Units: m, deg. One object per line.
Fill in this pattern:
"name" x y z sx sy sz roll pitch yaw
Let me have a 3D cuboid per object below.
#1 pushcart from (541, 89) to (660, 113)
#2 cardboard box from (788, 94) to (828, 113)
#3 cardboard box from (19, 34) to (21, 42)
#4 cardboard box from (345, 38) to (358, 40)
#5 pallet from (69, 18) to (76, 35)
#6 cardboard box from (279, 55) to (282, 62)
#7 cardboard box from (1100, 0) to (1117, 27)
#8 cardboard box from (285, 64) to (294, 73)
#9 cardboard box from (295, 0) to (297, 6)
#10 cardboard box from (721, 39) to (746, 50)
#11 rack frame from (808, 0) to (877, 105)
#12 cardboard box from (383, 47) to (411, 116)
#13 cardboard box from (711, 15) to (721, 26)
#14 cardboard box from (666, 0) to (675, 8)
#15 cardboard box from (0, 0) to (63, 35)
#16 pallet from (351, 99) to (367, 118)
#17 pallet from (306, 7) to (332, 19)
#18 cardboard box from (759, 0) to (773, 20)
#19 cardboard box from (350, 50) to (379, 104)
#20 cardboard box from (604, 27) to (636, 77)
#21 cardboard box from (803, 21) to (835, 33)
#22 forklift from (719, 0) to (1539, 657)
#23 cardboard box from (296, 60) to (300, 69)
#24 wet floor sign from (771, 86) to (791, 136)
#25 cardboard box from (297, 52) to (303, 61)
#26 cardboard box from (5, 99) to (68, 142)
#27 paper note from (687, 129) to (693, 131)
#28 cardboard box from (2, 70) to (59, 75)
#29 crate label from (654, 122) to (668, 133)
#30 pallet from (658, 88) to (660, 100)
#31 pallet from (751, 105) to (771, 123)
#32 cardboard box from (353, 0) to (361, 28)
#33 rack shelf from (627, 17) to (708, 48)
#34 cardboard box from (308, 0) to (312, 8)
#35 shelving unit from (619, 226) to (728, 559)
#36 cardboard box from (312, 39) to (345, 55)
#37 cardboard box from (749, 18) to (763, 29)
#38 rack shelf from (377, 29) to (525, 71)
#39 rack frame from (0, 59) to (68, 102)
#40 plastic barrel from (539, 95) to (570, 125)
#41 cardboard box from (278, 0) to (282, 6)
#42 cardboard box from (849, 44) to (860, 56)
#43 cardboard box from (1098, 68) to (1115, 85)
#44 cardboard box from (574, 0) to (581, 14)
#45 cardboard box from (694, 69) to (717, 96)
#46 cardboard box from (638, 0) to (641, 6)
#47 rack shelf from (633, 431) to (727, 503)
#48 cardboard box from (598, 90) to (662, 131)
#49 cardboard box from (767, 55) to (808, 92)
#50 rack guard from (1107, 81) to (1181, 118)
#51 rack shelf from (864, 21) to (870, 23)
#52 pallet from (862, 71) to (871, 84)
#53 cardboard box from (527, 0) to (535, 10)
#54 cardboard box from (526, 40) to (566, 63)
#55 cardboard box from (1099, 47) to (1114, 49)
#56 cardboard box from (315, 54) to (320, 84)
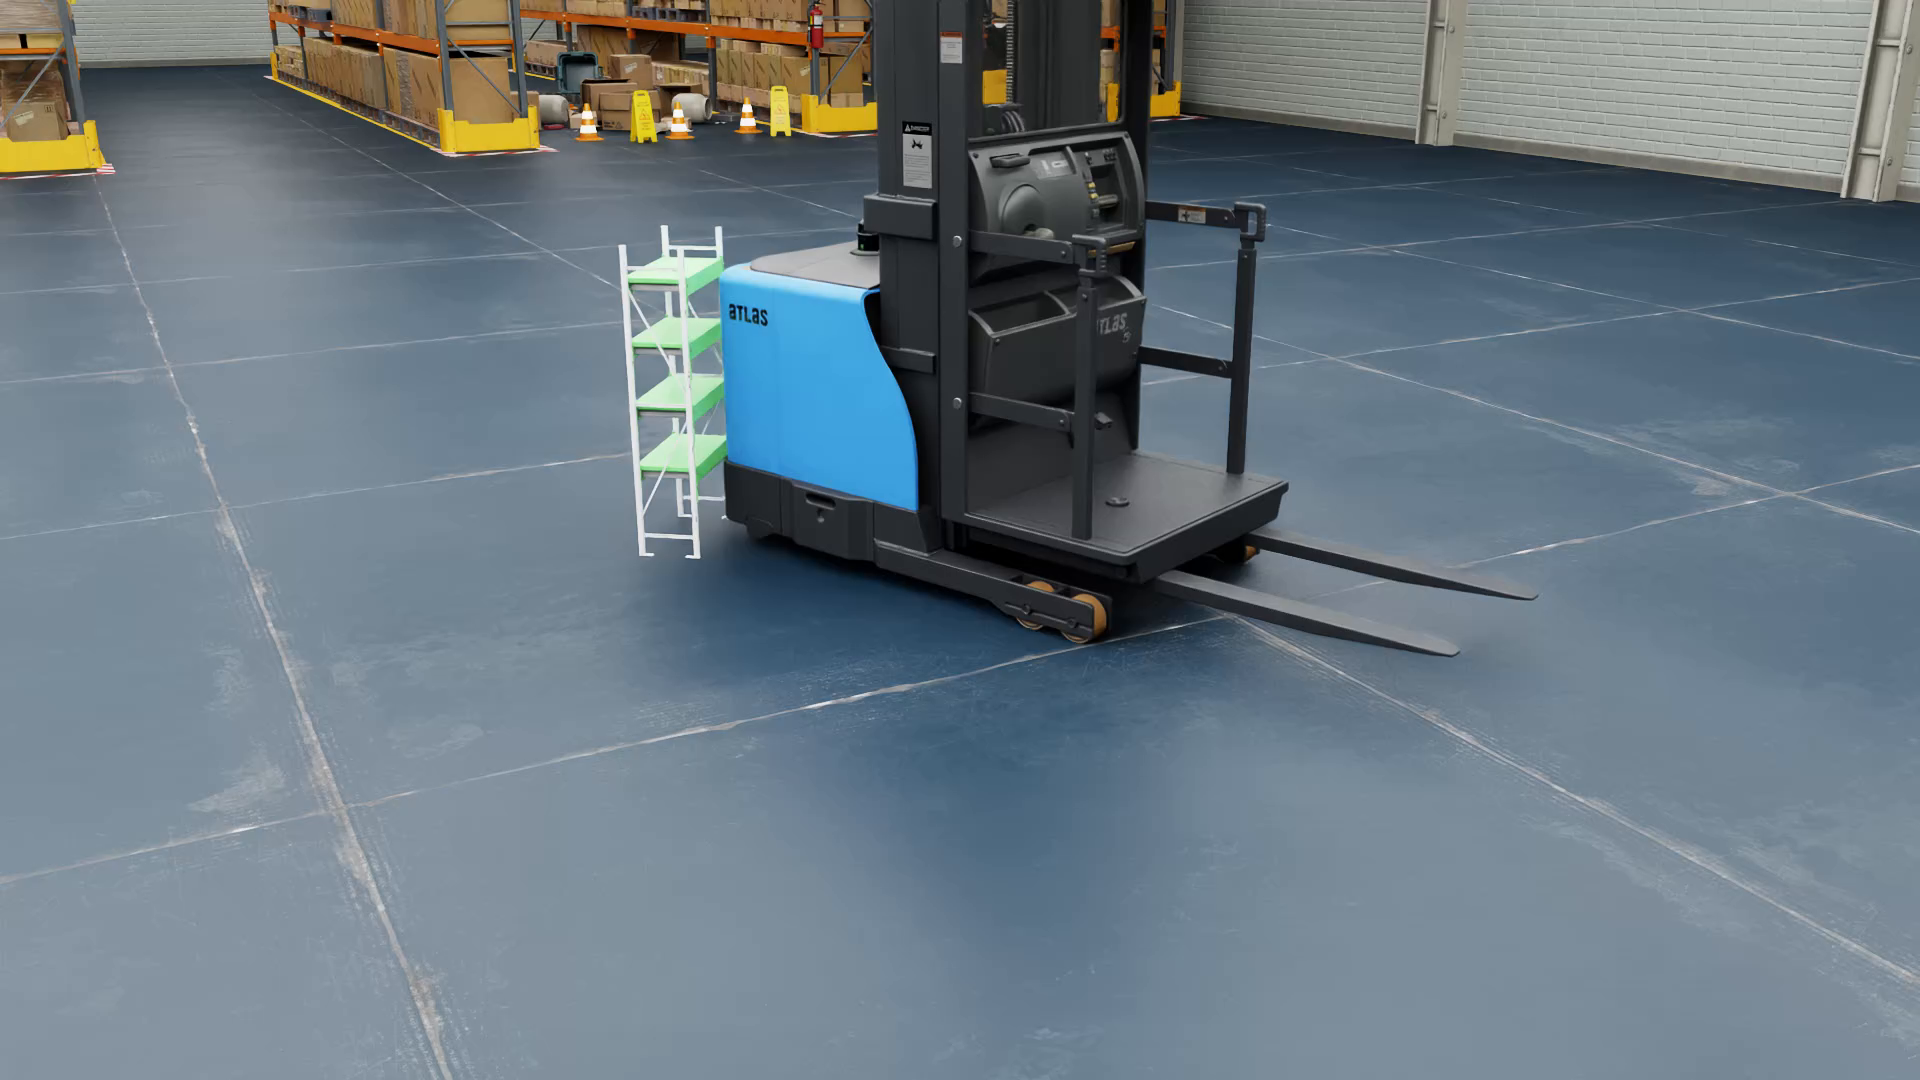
"pushcart" -5.460 -6.661 25.356 0.936 0.377 1.648 16 25 39
"cardboard box" -2.210 -6.216 23.617 0.500 0.250 0.500 -10 21 -27
"cardboard box" -11.086 -5.804 19.237 0.380 0.149 0.250 -10 21 -27
"cardboard box" -10.513 -8.666 29.186 0.500 0.250 0.500 -11 22 -29
"pallet" -12.434 -6.884 22.277 1.003 0.211 1.213 -10 21 -27
"cardboard box" -13.381 -9.631 33.214 0.380 0.149 0.250 -10 21 -27
"cardboard box" 2.324 -8.037 25.172 0.500 0.500 0.500 -11 22 -28
"cardboard box" -12.925 -9.201 32.425 0.380 0.149 0.250 -11 22 -29
"cardboard box" -11.432 -9.441 29.134 0.380 0.149 0.250 -10 21 -26
"cardboard box" -3.429 -7.571 25.402 0.380 0.149 0.250 -10 21 -26
"rack frame" -1.578 -7.120 22.665 1.000 3.000 0.127 -10 21 -27
"cardboard box" -7.549 -6.475 23.410 0.875 0.875 0.875 -10 21 -26
"cardboard box" -3.610 -8.009 25.628 0.380 0.149 0.250 -10 21 -27
"cardboard box" -4.662 -8.902 27.573 0.380 0.149 0.250 -9 21 -25
"cardboard box" -10.537 -5.935 18.622 0.875 0.500 0.500 -10 21 -27
"pallet" -8.802 -6.714 25.766 1.003 0.211 1.213 -10 21 -27
"pallet" -10.661 -9.092 28.674 1.003 0.211 1.213 -10 21 -27
"cardboard box" -2.547 -7.709 23.765 0.500 0.500 0.500 -10 21 -27
"cardboard box" -8.615 -7.049 25.266 1.050 0.750 0.750 -10 21 -27
"cardboard box" -6.052 -9.078 30.955 0.875 0.875 0.875 -10 21 -26
"cardboard box" -1.944 -7.075 22.921 0.380 0.149 0.250 -9 21 -25
"forklift" 0.516 -1.229 5.701 3.031 2.935 1.130 15 24 37
"cardboard box" -12.154 -8.877 31.029 0.380 0.149 0.250 -11 22 -29
"wet floor sign" -2.430 -5.786 22.411 0.267 0.644 0.232 -3 19 -8
"cardboard box" -12.139 -9.030 31.016 0.380 0.149 0.250 -10 21 -26
"cardboard box" -10.581 -4.783 19.083 0.500 0.500 0.500 -6 20 -17
"paper note" -3.779 -5.679 23.042 0.142 0.019 0.148 16 25 39
"cardboard box" -13.488 -6.561 24.204 0.700 0.500 0.500 -12 22 -31
"crate label" -4.161 -5.636 22.756 0.298 0.136 0.250 11 22 30
"pallet" -4.432 -7.524 28.111 1.003 0.211 1.213 -10 21 -27
"pallet" -2.544 -6.412 24.889 1.003 0.211 1.213 -10 21 -27
"cardboard box" -8.749 -7.918 24.826 0.500 0.500 0.500 -10 21 -26
"rack shelf" -4.427 -8.502 27.774 1.077 0.370 4.000 -10 21 -27
"cardboard box" -10.678 -8.988 27.821 0.380 0.149 0.250 -10 22 -27
"shelving unit" -1.088 -0.581 6.477 0.258 1.200 0.503 3 19 8
"cardboard box" -10.973 -8.587 28.958 0.500 0.250 0.500 -9 21 -25
"cardboard box" -2.867 -7.572 24.362 0.380 0.149 0.250 -10 21 -27
"rack shelf" -6.836 -6.558 22.140 1.077 0.370 4.000 -10 21 -27
"rack frame" -14.098 -7.881 24.872 1.000 3.000 0.127 -10 21 -27
"plastic barrel" -5.897 -6.166 23.852 0.512 0.421 0.421 4 19 11
"cardboard box" -12.769 -10.495 31.839 0.500 0.500 0.500 -11 22 -28
"cardboard box" -1.880 -9.586 33.002 0.500 0.500 0.500 -9 21 -24
"cardboard box" 2.282 -7.116 25.460 0.500 0.250 0.500 -10 22 -27
"cardboard box" -7.053 -10.178 31.759 0.500 0.250 0.500 -11 22 -28
"cardboard box" -3.729 -7.374 26.788 0.950 0.372 0.625 -10 21 -26
"cardboard box" -5.386 -9.374 28.939 0.380 0.149 0.250 -11 22 -30
"rack shelf" -1.088 -0.294 6.576 0.258 0.148 0.480 3 19 8
"cardboard box" -4.640 -6.052 23.397 0.637 0.503 0.797 7 20 20
"cardboard box" -2.439 -6.712 23.905 0.500 0.500 0.500 -9 21 -25
"rack guard" 2.800 -6.701 25.284 1.175 0.500 0.348 -10 21 -27
"rack shelf" -1.960 -10.420 33.333 1.077 0.370 4.000 -10 21 -27
"pallet" -1.332 -9.088 32.645 1.003 0.211 1.213 -10 21 -27
"cardboard box" -8.710 -11.288 34.592 0.500 0.500 0.500 -10 21 -27
"cardboard box" -8.775 -10.526 35.821 0.875 0.438 0.875 -11 22 -28
"cardboard box" 2.486 -7.571 26.012 0.500 0.250 0.500 -10 21 -27
"cardboard box" -10.954 -8.232 29.079 0.500 0.500 0.500 -10 21 -26
